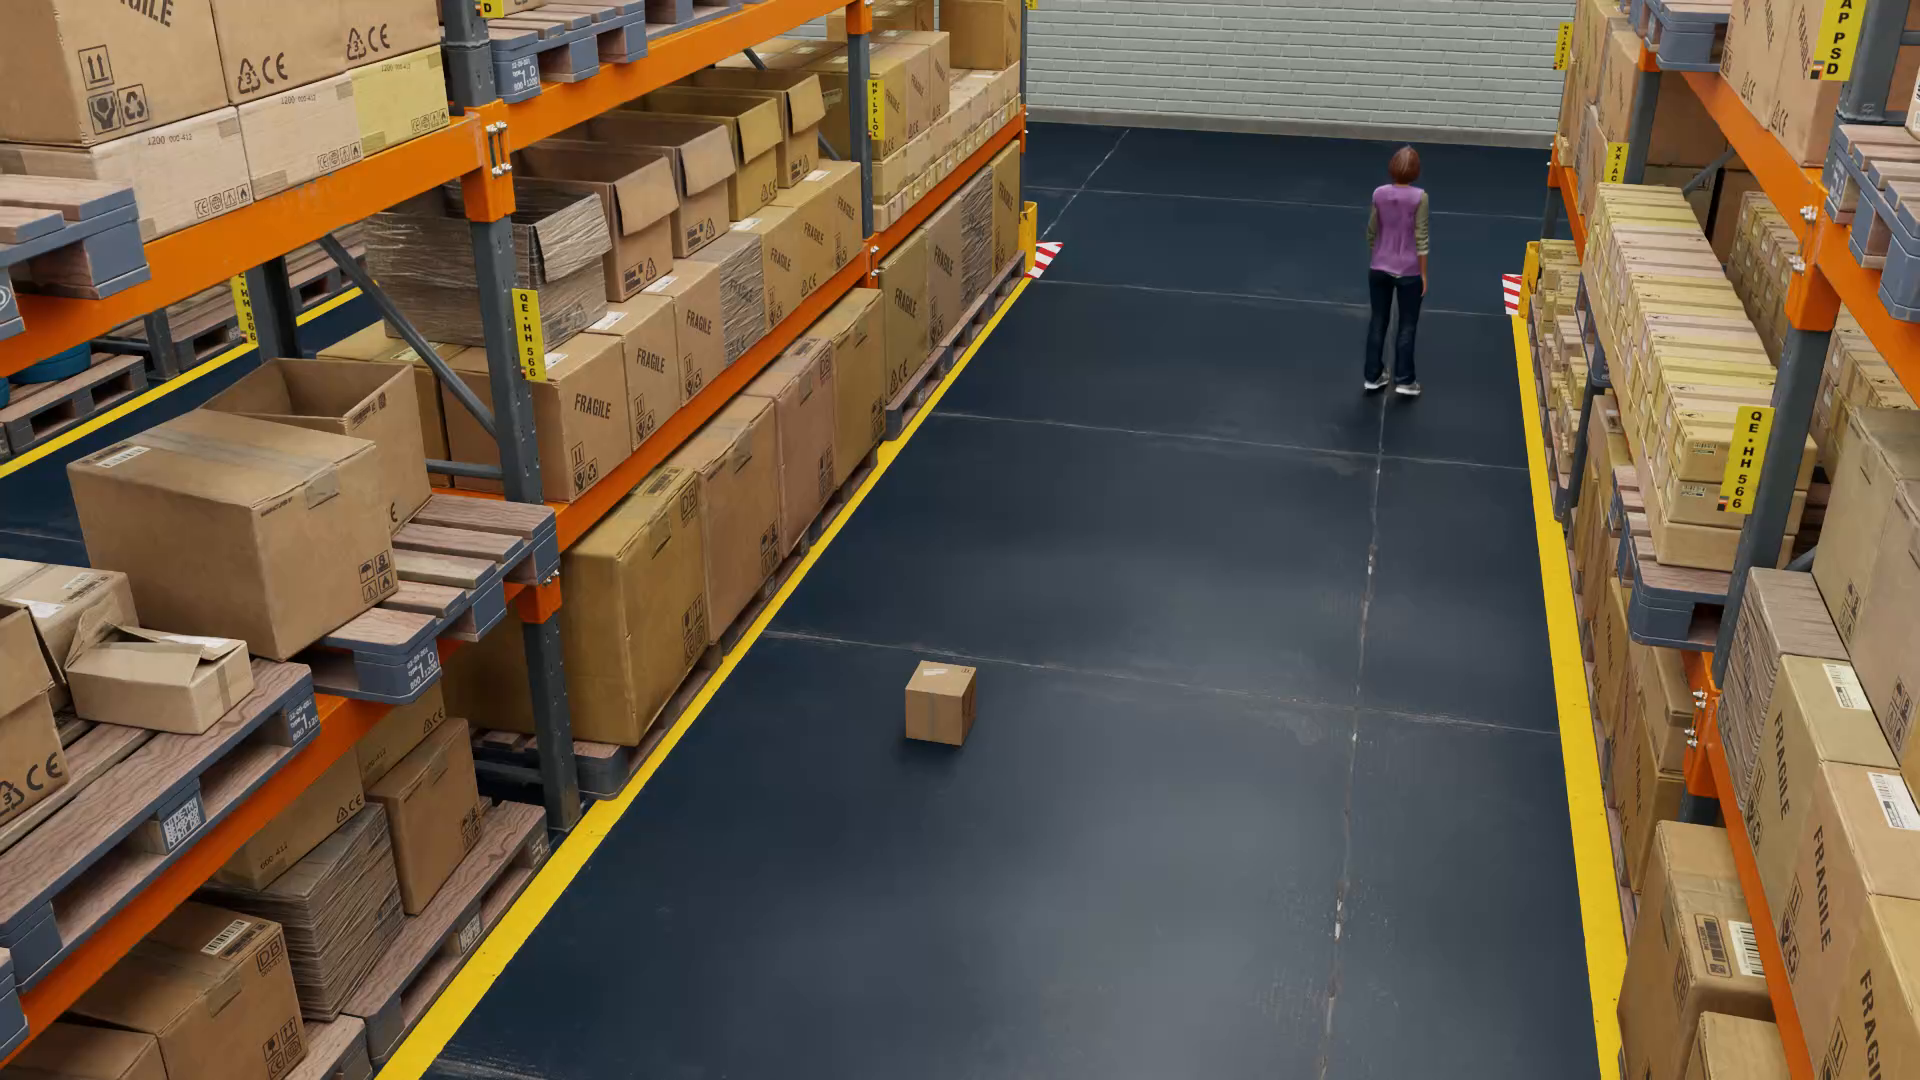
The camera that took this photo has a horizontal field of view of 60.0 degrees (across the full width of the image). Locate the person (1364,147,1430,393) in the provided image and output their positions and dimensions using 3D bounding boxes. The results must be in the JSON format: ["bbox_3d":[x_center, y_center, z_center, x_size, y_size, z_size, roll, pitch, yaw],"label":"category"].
[{"bbox_3d":[2.803,-1.714,10.643,0.444,1.623,0.370,18,31,32],"label":"person"}]
